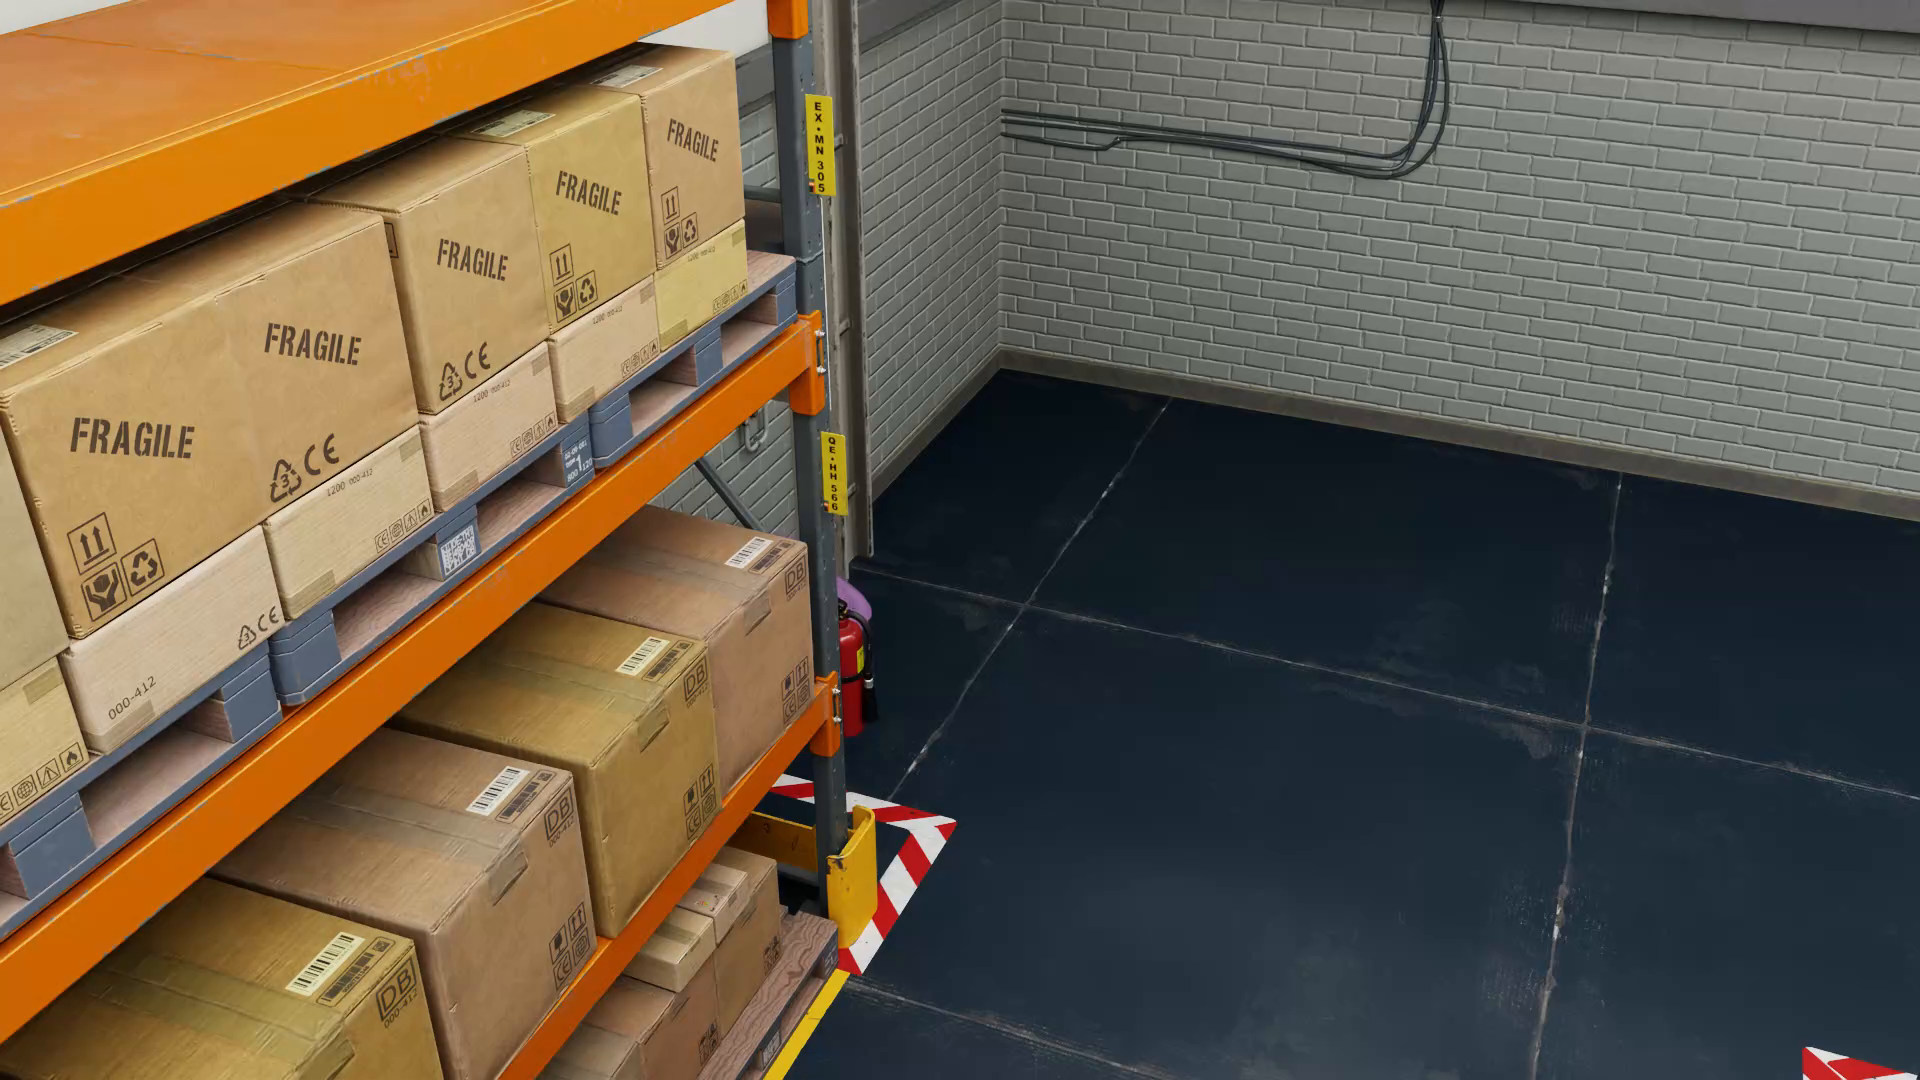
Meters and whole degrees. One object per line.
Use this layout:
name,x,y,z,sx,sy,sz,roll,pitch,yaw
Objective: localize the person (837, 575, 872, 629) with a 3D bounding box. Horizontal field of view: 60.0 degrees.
person,-0.859,0.392,8.427,0.838,0.894,0.416,11,32,18
